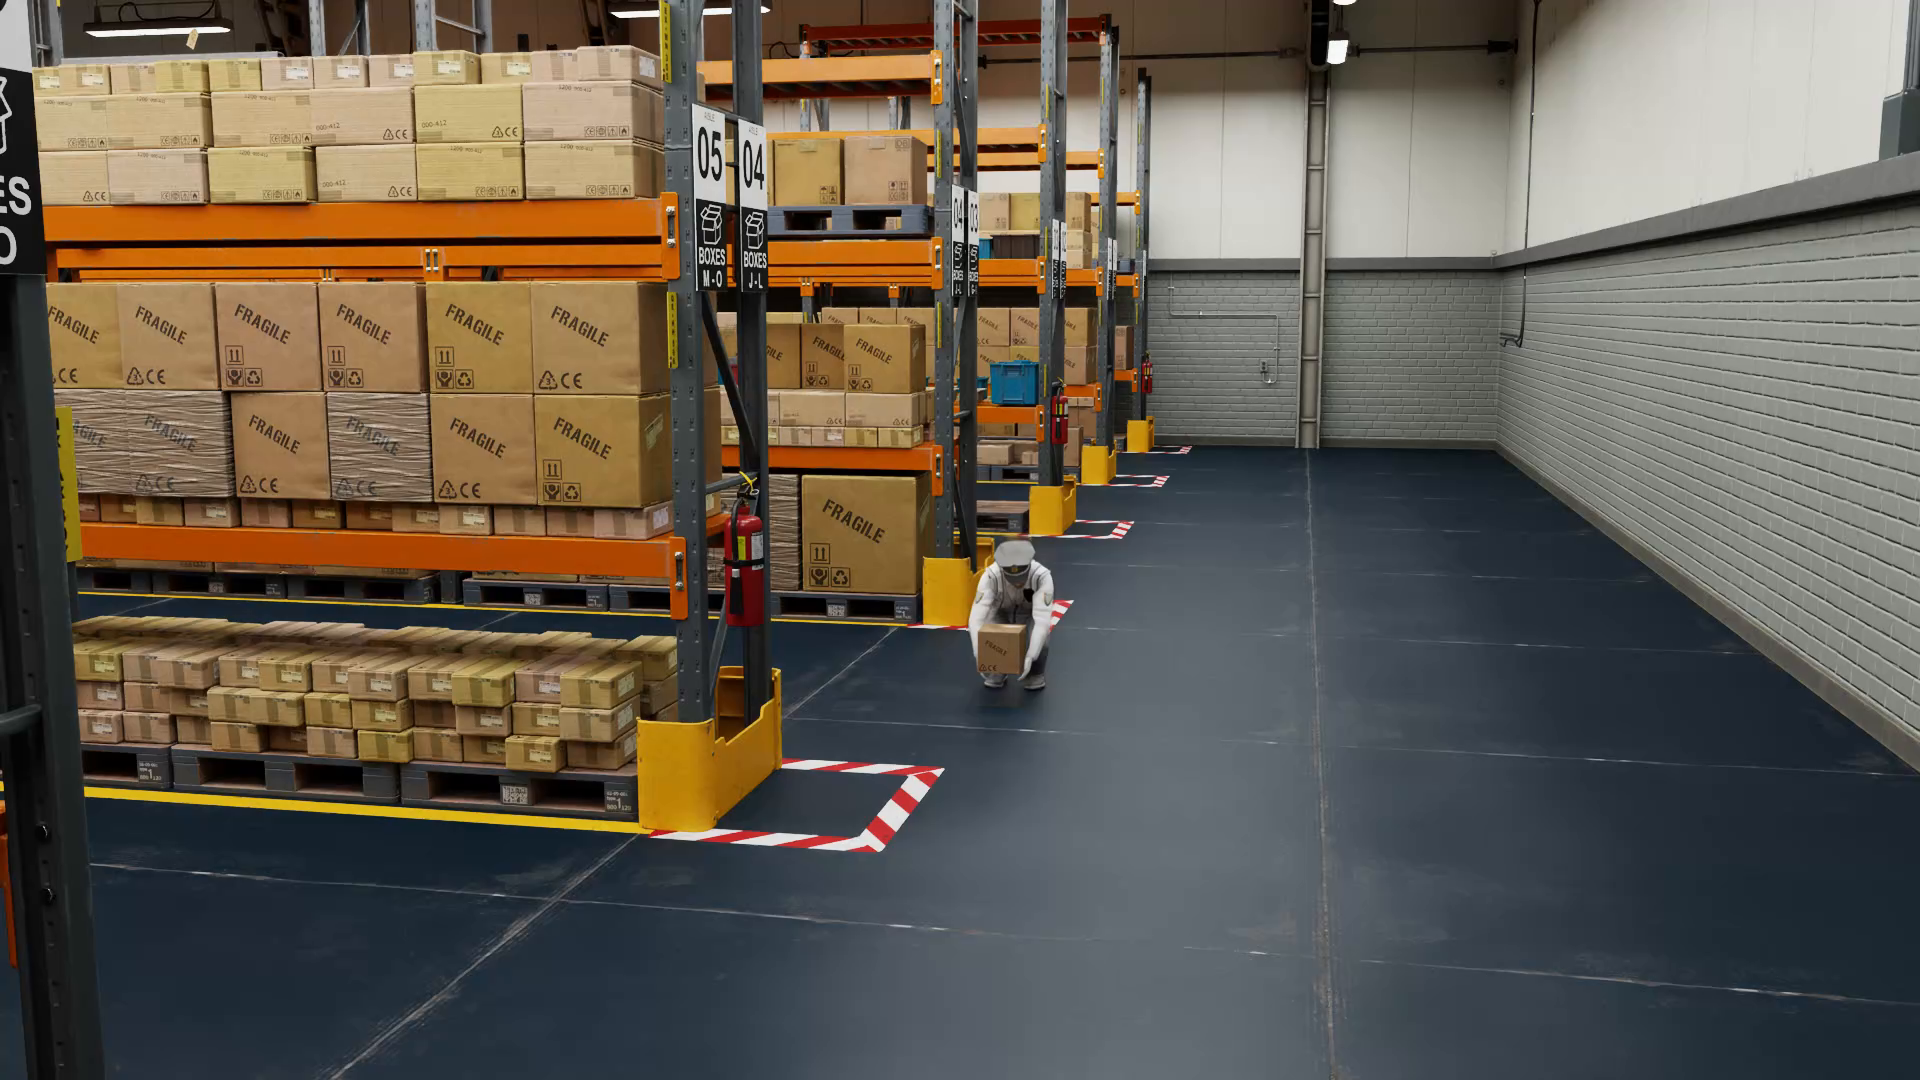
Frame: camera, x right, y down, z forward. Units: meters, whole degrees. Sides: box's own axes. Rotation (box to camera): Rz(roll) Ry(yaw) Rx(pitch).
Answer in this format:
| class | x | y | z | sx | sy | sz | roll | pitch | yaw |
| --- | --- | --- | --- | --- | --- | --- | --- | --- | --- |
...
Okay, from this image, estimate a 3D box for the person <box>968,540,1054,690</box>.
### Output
| class | x | y | z | sx | sy | sz | roll | pitch | yaw |
| --- | --- | --- | --- | --- | --- | --- | --- | --- | --- |
| person | 0.331 | 0.452 | 10.174 | 0.501 | 0.961 | 0.823 | 2 | 8 | 11 |
